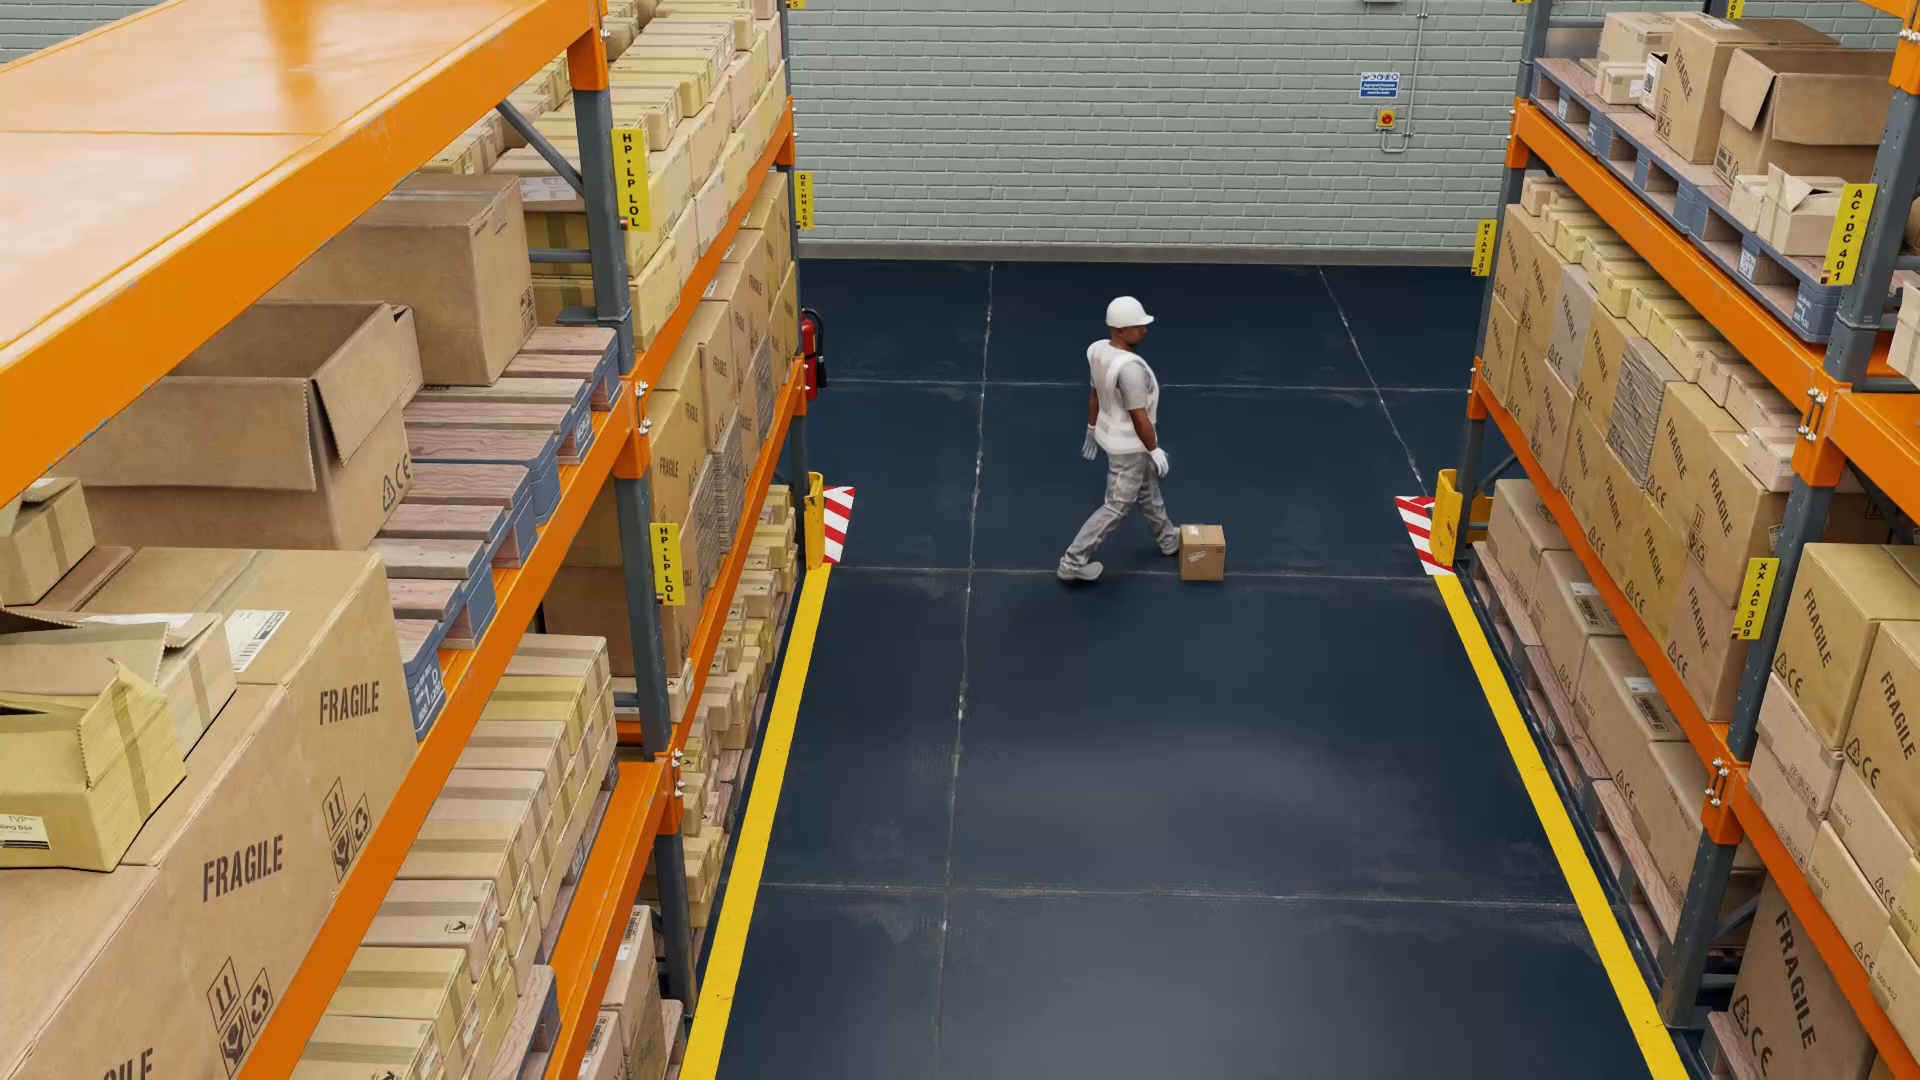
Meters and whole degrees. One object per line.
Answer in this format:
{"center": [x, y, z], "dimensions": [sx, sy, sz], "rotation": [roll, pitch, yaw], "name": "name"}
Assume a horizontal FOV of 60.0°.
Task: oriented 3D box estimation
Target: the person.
{"center": [1.059, -0.600, 9.797], "dimensions": [1.049, 1.734, 0.584], "rotation": [-6, 28, -12], "name": "person"}
